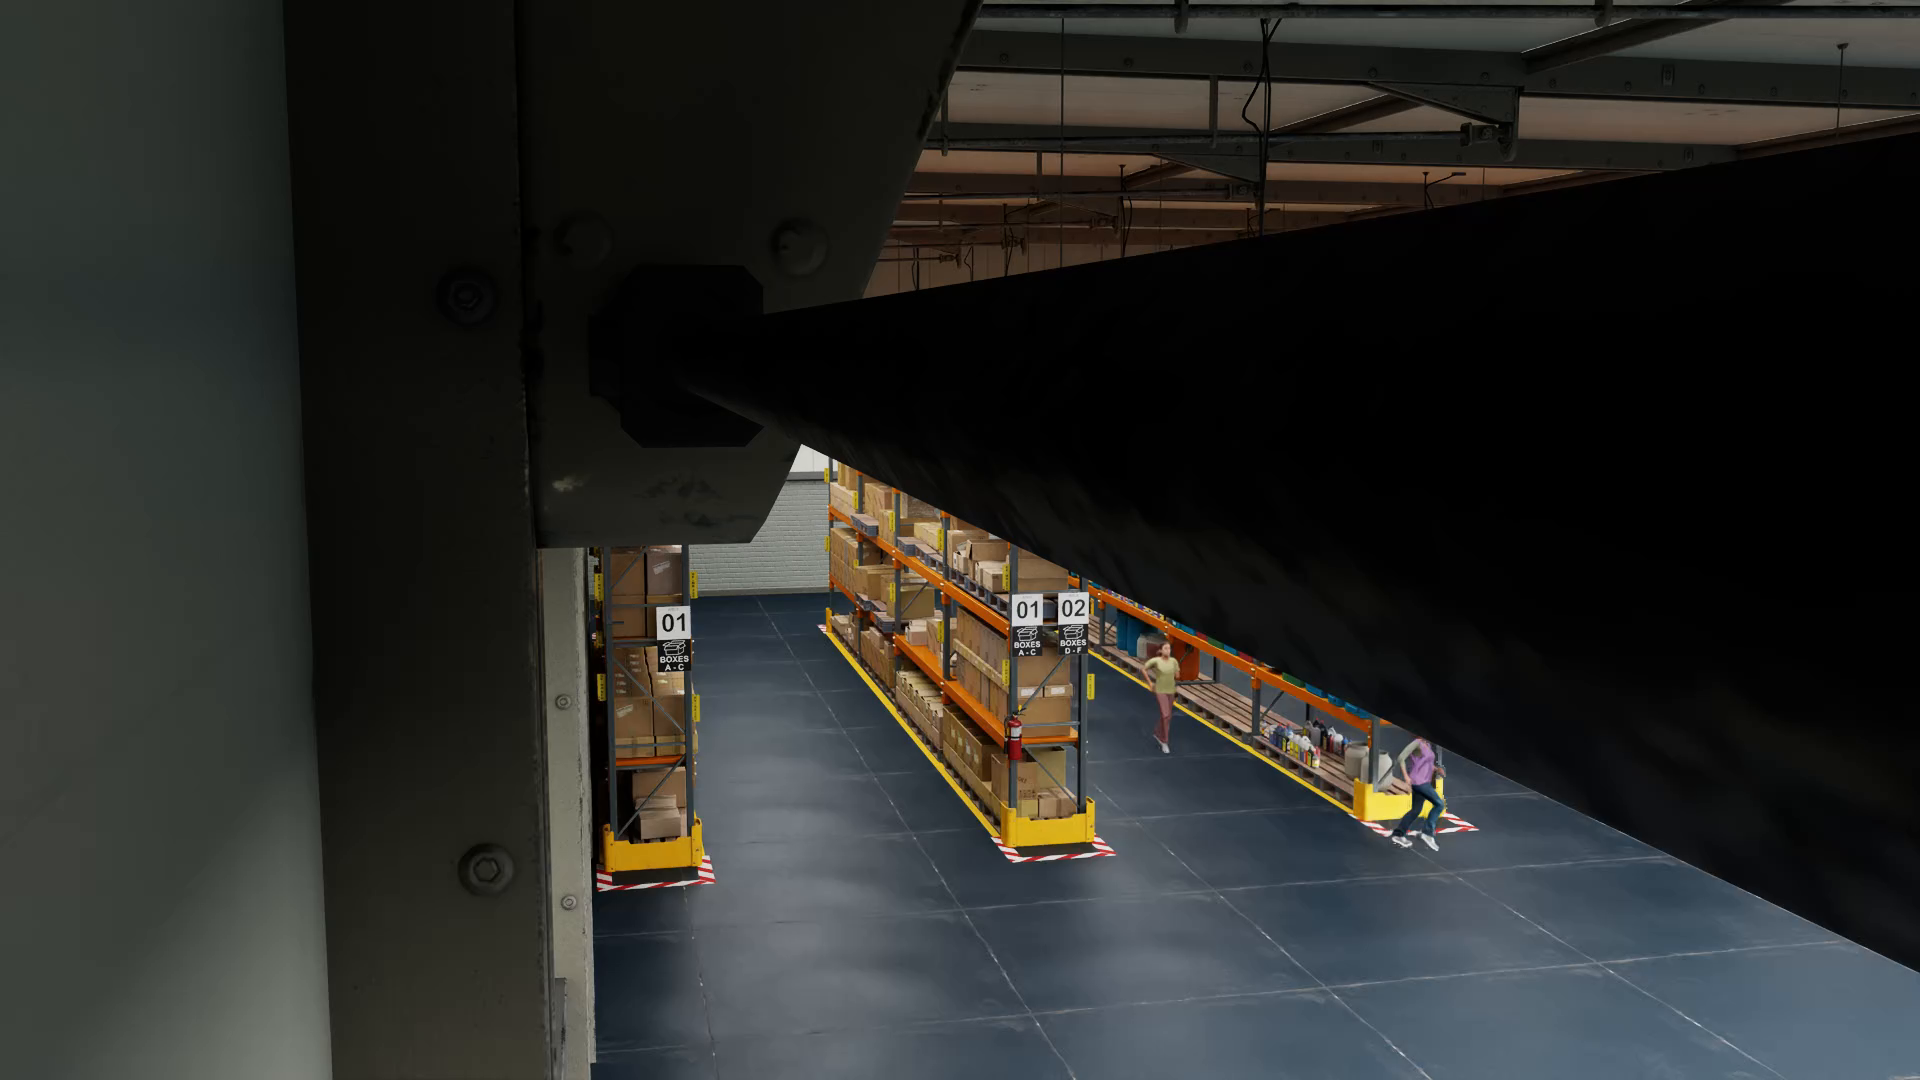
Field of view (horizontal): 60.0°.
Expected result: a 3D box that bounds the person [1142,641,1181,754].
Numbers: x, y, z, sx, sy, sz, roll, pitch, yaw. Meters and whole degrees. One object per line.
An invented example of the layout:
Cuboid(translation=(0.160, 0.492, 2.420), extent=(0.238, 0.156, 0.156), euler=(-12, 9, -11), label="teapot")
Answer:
Cuboid(translation=(3.171, 2.417, 25.874), extent=(0.561, 1.726, 0.688), euler=(-3, 7, -22), label="person")

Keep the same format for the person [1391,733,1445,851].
Cuboid(translation=(5.789, 3.065, 20.903), extent=(0.635, 1.550, 0.528), euler=(3, 7, 23), label="person")
